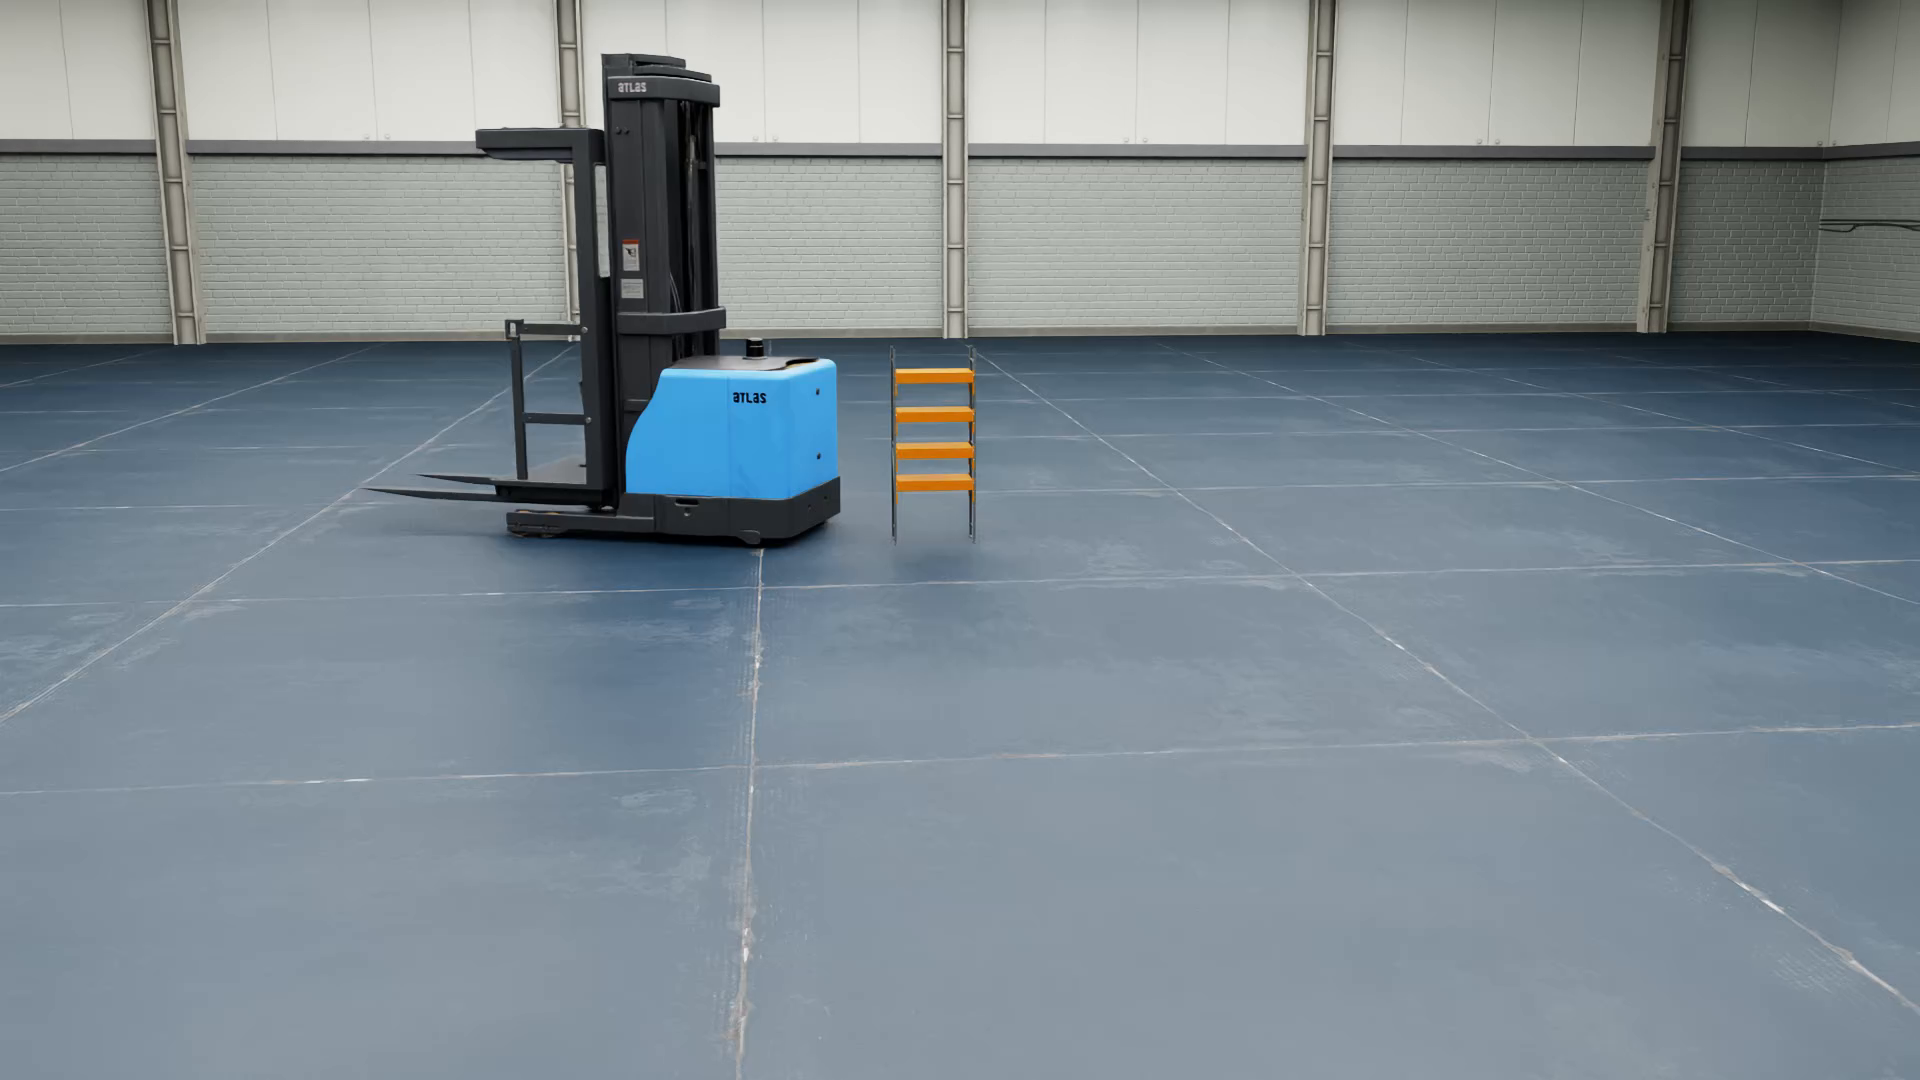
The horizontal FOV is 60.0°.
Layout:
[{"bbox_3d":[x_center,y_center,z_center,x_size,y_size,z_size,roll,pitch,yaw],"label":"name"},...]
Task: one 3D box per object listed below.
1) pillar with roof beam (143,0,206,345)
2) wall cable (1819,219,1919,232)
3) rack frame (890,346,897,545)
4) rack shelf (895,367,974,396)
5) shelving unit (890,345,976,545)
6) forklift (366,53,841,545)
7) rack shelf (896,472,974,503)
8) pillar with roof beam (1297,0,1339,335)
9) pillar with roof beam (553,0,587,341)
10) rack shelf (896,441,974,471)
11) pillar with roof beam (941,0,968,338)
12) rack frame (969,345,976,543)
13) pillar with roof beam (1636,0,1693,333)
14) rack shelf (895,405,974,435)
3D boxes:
[{"bbox_3d":[-11.550,-6.656,20.895,0.400,9.000,9.100,-1,11,-6],"label":"pillar with roof beam"},{"bbox_3d":[14.916,-6.265,26.960,0.112,2.526,3.097,-1,11,-6],"label":"wall cable"},{"bbox_3d":[-0.407,-0.580,10.209,0.015,1.200,0.240,-1,11,-6],"label":"rack frame"},{"bbox_3d":[-0.165,-0.971,10.159,0.480,0.148,0.258,-1,11,-6],"label":"rack shelf"},{"bbox_3d":[-0.165,-0.585,10.235,0.503,1.200,0.258,-1,11,-6],"label":"shelving unit"},{"bbox_3d":[-2.360,-1.544,10.622,3.031,2.935,1.130,3,12,15],"label":"forklift"},{"bbox_3d":[-0.165,-0.324,10.286,0.480,0.148,0.258,-1,11,-6],"label":"rack shelf"},{"bbox_3d":[6.345,-7.031,22.803,0.400,9.000,9.100,-1,11,-6],"label":"pillar with roof beam"},{"bbox_3d":[-5.585,-6.781,21.531,0.400,9.000,9.100,-1,11,-6],"label":"pillar with roof beam"},{"bbox_3d":[-0.165,-0.519,10.248,0.480,0.148,0.258,-1,11,-6],"label":"rack shelf"},{"bbox_3d":[0.380,-6.906,22.167,0.400,9.000,9.100,-1,11,-6],"label":"pillar with roof beam"},{"bbox_3d":[0.078,-0.590,10.261,0.015,1.200,0.240,-1,11,-6],"label":"rack frame"},{"bbox_3d":[12.310,-7.156,23.439,0.400,9.000,9.100,-1,11,-6],"label":"pillar with roof beam"},{"bbox_3d":[-0.165,-0.739,10.205,0.480,0.148,0.258,-1,11,-6],"label":"rack shelf"}]
